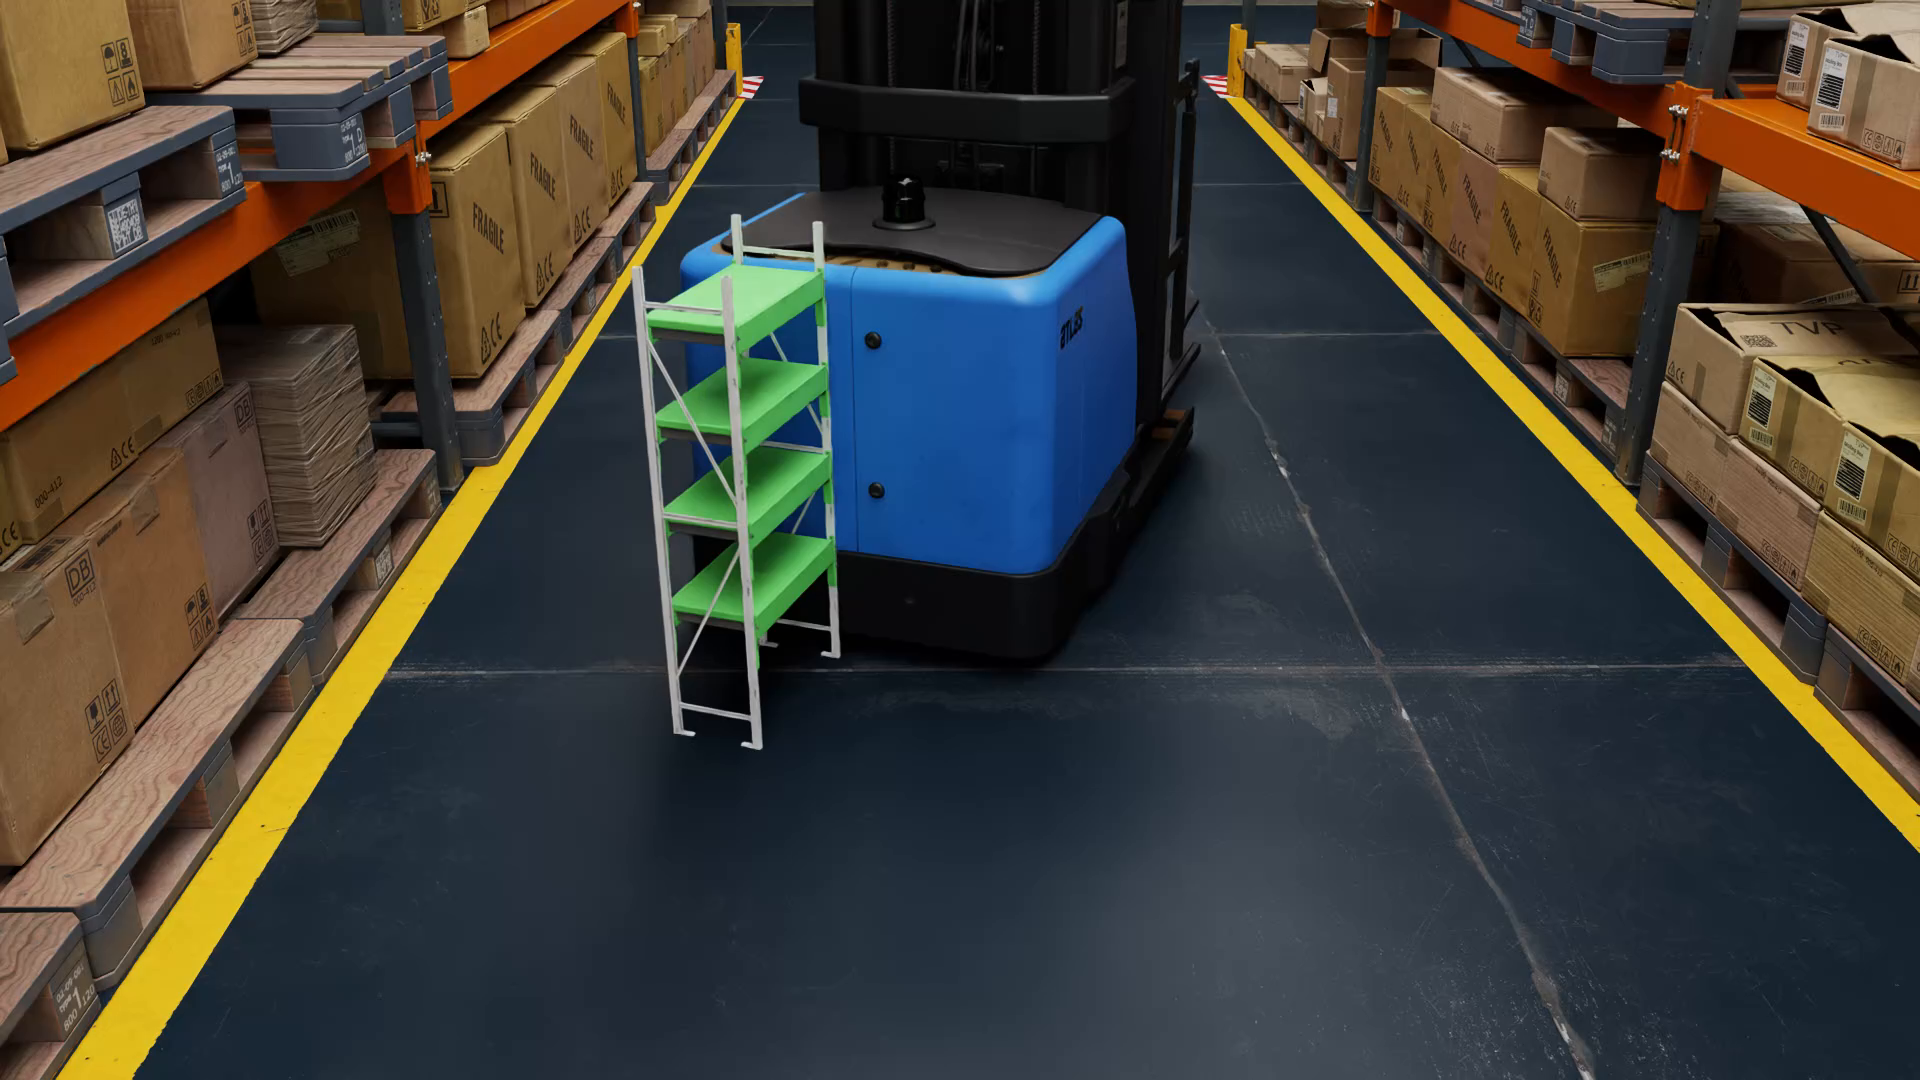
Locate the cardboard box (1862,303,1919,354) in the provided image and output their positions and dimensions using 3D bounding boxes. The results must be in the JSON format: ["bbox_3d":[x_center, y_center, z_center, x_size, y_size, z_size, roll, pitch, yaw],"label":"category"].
[{"bbox_3d":[3.008,-0.547,4.965,0.500,0.311,0.500,0,24,1],"label":"cardboard box"}]

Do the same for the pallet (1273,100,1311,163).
[{"bbox_3d":[2.690,-2.732,11.034,1.003,0.211,1.213,0,24,-1],"label":"pallet"}]

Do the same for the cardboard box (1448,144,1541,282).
[{"bbox_3d":[2.494,-1.443,7.299,0.500,0.500,0.500,-1,24,-3],"label":"cardboard box"}]

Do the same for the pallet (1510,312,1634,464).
[{"bbox_3d":[2.786,-0.604,6.330,1.003,0.211,1.213,0,24,-1],"label":"pallet"}]

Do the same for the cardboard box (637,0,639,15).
[{"bbox_3d":[-2.366,-3.534,11.160,0.380,0.149,0.250,0,24,0],"label":"cardboard box"}]

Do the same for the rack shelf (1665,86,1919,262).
[{"bbox_3d":[2.778,-0.415,3.401,1.077,0.370,4.000,0,24,-1],"label":"rack shelf"}]

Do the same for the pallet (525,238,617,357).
[{"bbox_3d":[-2.141,-1.100,7.425,1.003,0.211,1.213,0,24,-1],"label":"pallet"}]

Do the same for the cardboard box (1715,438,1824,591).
[{"bbox_3d":[2.474,-0.082,4.617,0.500,0.250,0.500,-1,24,-2],"label":"cardboard box"}]

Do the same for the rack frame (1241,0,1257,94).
[{"bbox_3d":[2.669,-4.864,12.364,1.000,3.000,0.127,0,24,-1],"label":"rack frame"}]

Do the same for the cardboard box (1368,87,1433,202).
[{"bbox_3d":[2.474,-2.077,8.701,0.500,0.500,0.500,-1,24,-3],"label":"cardboard box"}]

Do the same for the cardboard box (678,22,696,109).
[{"bbox_3d":[-2.165,-3.191,11.189,0.700,0.500,0.500,-1,24,-2],"label":"cardboard box"}]

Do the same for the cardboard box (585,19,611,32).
[{"bbox_3d":[-2.355,-3.113,10.230,0.380,0.149,0.250,-1,24,-2],"label":"cardboard box"}]

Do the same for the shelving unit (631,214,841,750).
[{"bbox_3d":[-0.525,-0.141,4.096,0.258,1.200,0.503,8,27,18],"label":"shelving unit"}]

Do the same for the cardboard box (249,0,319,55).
[{"bbox_3d":[-2.182,-1.596,4.483,0.700,0.500,0.500,-3,25,-7],"label":"cardboard box"}]

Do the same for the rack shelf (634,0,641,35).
[{"bbox_3d":[-2.263,-3.688,10.637,1.077,0.370,4.000,0,24,-1],"label":"rack shelf"}]

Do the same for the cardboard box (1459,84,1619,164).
[{"bbox_3d":[2.491,-1.800,7.178,0.500,0.250,0.500,-1,24,-2],"label":"cardboard box"}]

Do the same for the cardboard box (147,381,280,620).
[{"bbox_3d":[-2.248,-0.096,4.321,0.700,0.500,0.500,0,24,-1],"label":"cardboard box"}]

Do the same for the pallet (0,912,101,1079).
[{"bbox_3d":[-2.164,1.055,2.662,1.003,0.211,1.213,0,24,-1],"label":"pallet"}]

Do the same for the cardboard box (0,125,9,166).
[{"bbox_3d":[-2.163,-0.853,2.840,0.700,0.500,0.500,3,25,7],"label":"cardboard box"}]

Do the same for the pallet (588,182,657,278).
[{"bbox_3d":[-2.157,-1.604,8.539,1.003,0.211,1.213,0,24,-1],"label":"pallet"}]

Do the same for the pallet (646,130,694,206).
[{"bbox_3d":[-2.171,-2.235,9.935,1.003,0.211,1.213,0,24,-1],"label":"pallet"}]

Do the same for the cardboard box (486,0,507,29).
[{"bbox_3d":[-2.011,-2.105,6.544,0.380,0.149,0.250,0,24,0],"label":"cardboard box"}]

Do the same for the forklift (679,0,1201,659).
[{"bbox_3d":[0.200,-1.605,5.242,1.130,2.935,3.031,8,25,17],"label":"forklift"}]

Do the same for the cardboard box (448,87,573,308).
[{"bbox_3d":[-2.077,-1.420,6.849,0.750,0.750,0.750,0,24,-1],"label":"cardboard box"}]

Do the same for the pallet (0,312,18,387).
[{"bbox_3d":[-2.017,-0.123,2.116,1.003,0.211,1.213,0,24,-1],"label":"pallet"}]

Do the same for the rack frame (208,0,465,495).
[{"bbox_3d":[-2.197,-1.543,5.023,1.000,3.000,0.127,0,24,-1],"label":"rack frame"}]

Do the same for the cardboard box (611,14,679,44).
[{"bbox_3d":[-1.974,-3.205,10.434,0.380,0.149,0.250,-1,24,-2],"label":"cardboard box"}]

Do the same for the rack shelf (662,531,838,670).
[{"bbox_3d":[-0.523,0.133,4.226,0.258,0.148,0.480,8,27,18],"label":"rack shelf"}]

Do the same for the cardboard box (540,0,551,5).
[{"bbox_3d":[-1.984,-2.425,7.251,0.380,0.149,0.250,-1,24,-2],"label":"cardboard box"}]

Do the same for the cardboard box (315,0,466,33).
[{"bbox_3d":[-1.947,-1.935,5.382,0.500,0.500,0.500,0,24,1],"label":"cardboard box"}]

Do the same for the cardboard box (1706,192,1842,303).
[{"bbox_3d":[3.025,-1.033,6.394,0.500,0.500,0.500,-1,24,-2],"label":"cardboard box"}]

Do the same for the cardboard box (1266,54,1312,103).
[{"bbox_3d":[2.402,-3.174,11.431,0.500,0.250,0.500,0,24,-1],"label":"cardboard box"}]

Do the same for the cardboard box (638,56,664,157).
[{"bbox_3d":[-2.147,-2.553,9.778,0.700,0.500,0.500,0,24,0],"label":"cardboard box"}]

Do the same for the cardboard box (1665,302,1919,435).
[{"bbox_3d":[2.468,-0.544,4.960,0.500,0.311,0.500,1,24,1],"label":"cardboard box"}]

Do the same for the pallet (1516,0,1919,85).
[{"bbox_3d":[2.678,-1.759,5.732,1.213,0.211,1.003,0,24,-1],"label":"pallet"}]

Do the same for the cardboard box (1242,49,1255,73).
[{"bbox_3d":[2.330,-3.591,12.476,0.380,0.149,0.250,0,24,-1],"label":"cardboard box"}]

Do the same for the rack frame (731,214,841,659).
[{"bbox_3d":[-0.444,-0.240,4.304,0.240,1.200,0.015,8,27,18],"label":"rack frame"}]

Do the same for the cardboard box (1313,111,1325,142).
[{"bbox_3d":[2.358,-2.505,10.074,0.380,0.149,0.250,0,24,-1],"label":"cardboard box"}]

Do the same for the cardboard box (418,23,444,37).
[{"bbox_3d":[-1.963,-1.679,5.602,0.380,0.149,0.250,0,24,0],"label":"cardboard box"}]

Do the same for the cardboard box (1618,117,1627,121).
[{"bbox_3d":[3.001,-1.871,8.247,0.500,0.500,0.500,0,24,0],"label":"cardboard box"}]

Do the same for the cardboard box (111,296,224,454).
[{"bbox_3d":[-2.194,-0.415,4.117,0.500,0.250,0.500,0,24,0],"label":"cardboard box"}]
